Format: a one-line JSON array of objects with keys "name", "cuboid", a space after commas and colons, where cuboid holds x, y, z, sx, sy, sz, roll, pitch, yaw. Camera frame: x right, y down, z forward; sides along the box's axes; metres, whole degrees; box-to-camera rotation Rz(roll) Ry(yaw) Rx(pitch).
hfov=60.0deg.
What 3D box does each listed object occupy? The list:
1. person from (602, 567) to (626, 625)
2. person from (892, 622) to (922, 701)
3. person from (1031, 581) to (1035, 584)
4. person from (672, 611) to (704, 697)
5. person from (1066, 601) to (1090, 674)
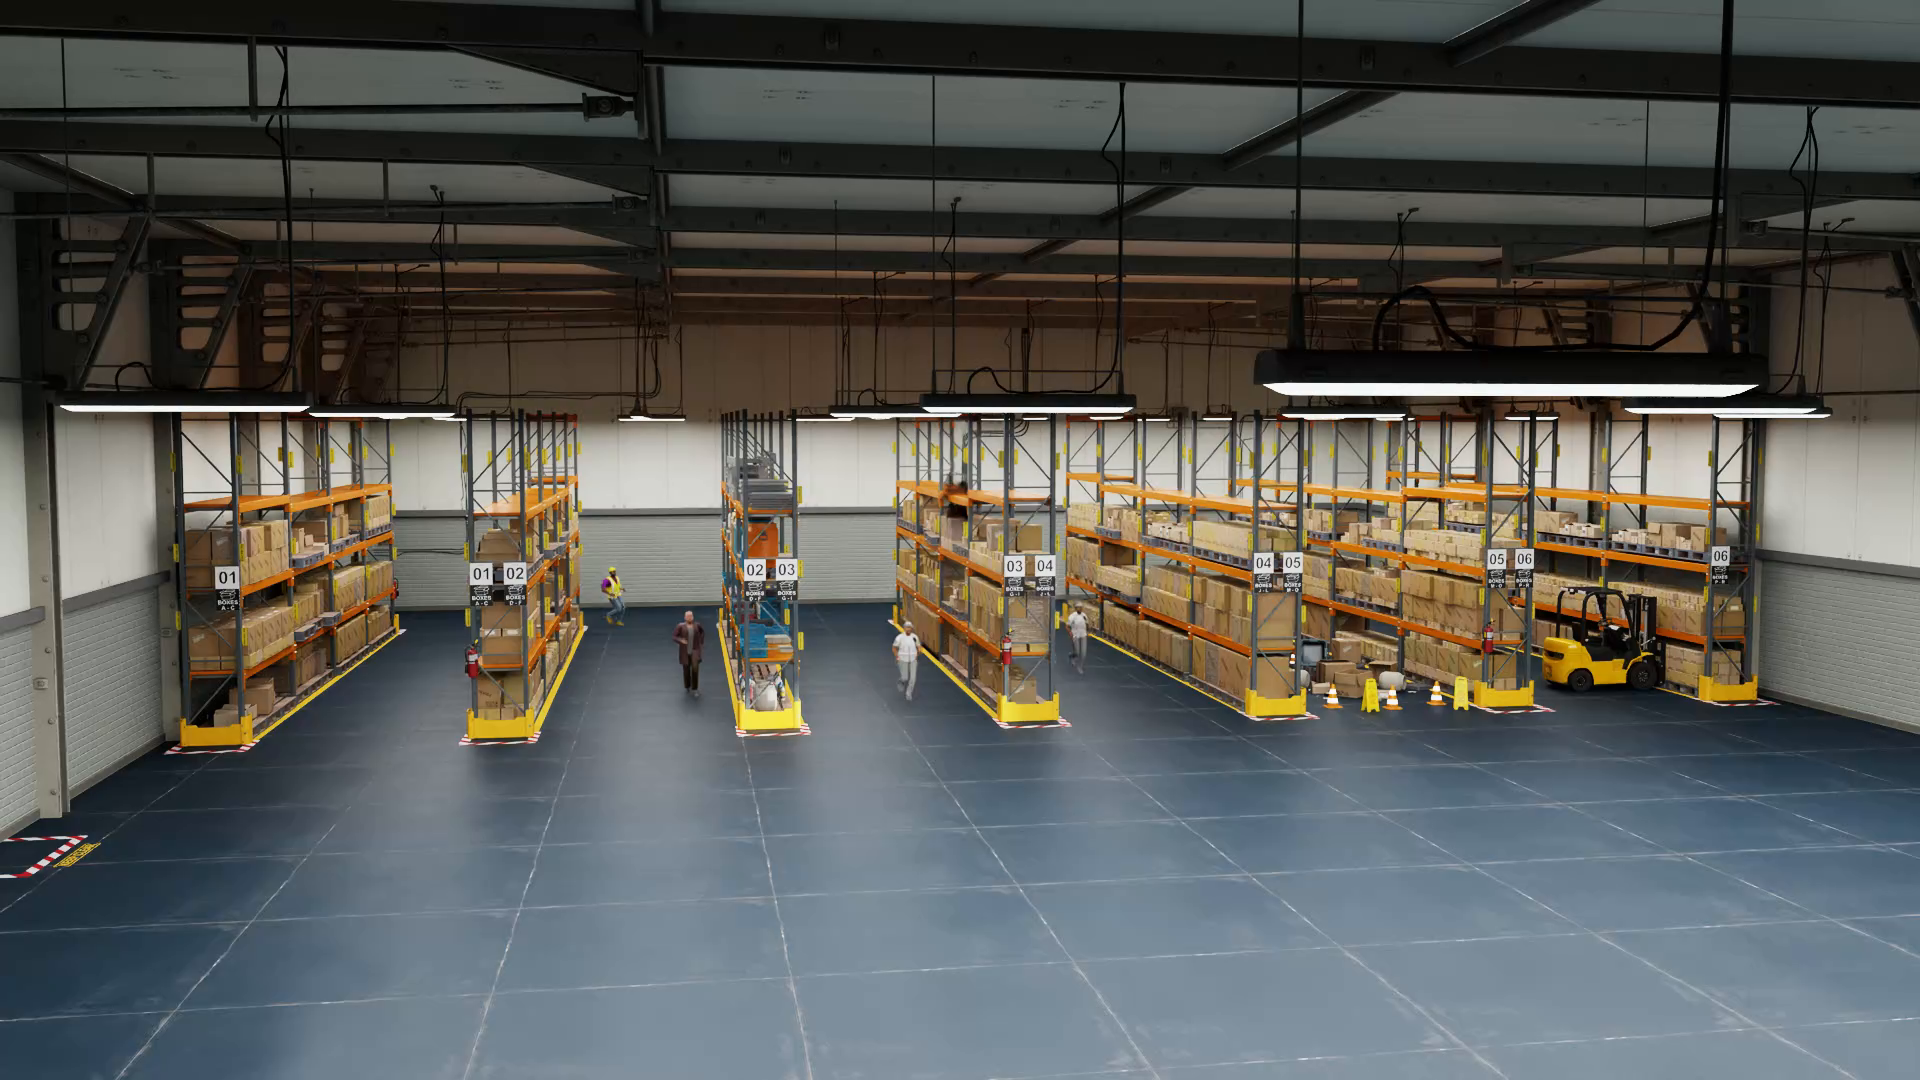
[{"name": "person", "cuboid": [-9.812, 1.599, 47.160, 0.561, 1.686, 0.702, 2, 4, 23]}, {"name": "person", "cuboid": [-1.086, 2.513, 34.603, 0.616, 1.627, 0.550, -1, 4, -13]}, {"name": "person", "cuboid": [2.041, 1.651, 46.090, 0.608, 1.705, 0.833, 0, 4, -3]}, {"name": "person", "cuboid": [-5.713, 2.403, 35.038, 0.689, 1.827, 0.832, -1, 4, -12]}, {"name": "person", "cuboid": [2.730, 2.232, 38.387, 0.582, 1.665, 0.557, -1, 4, -17]}]
